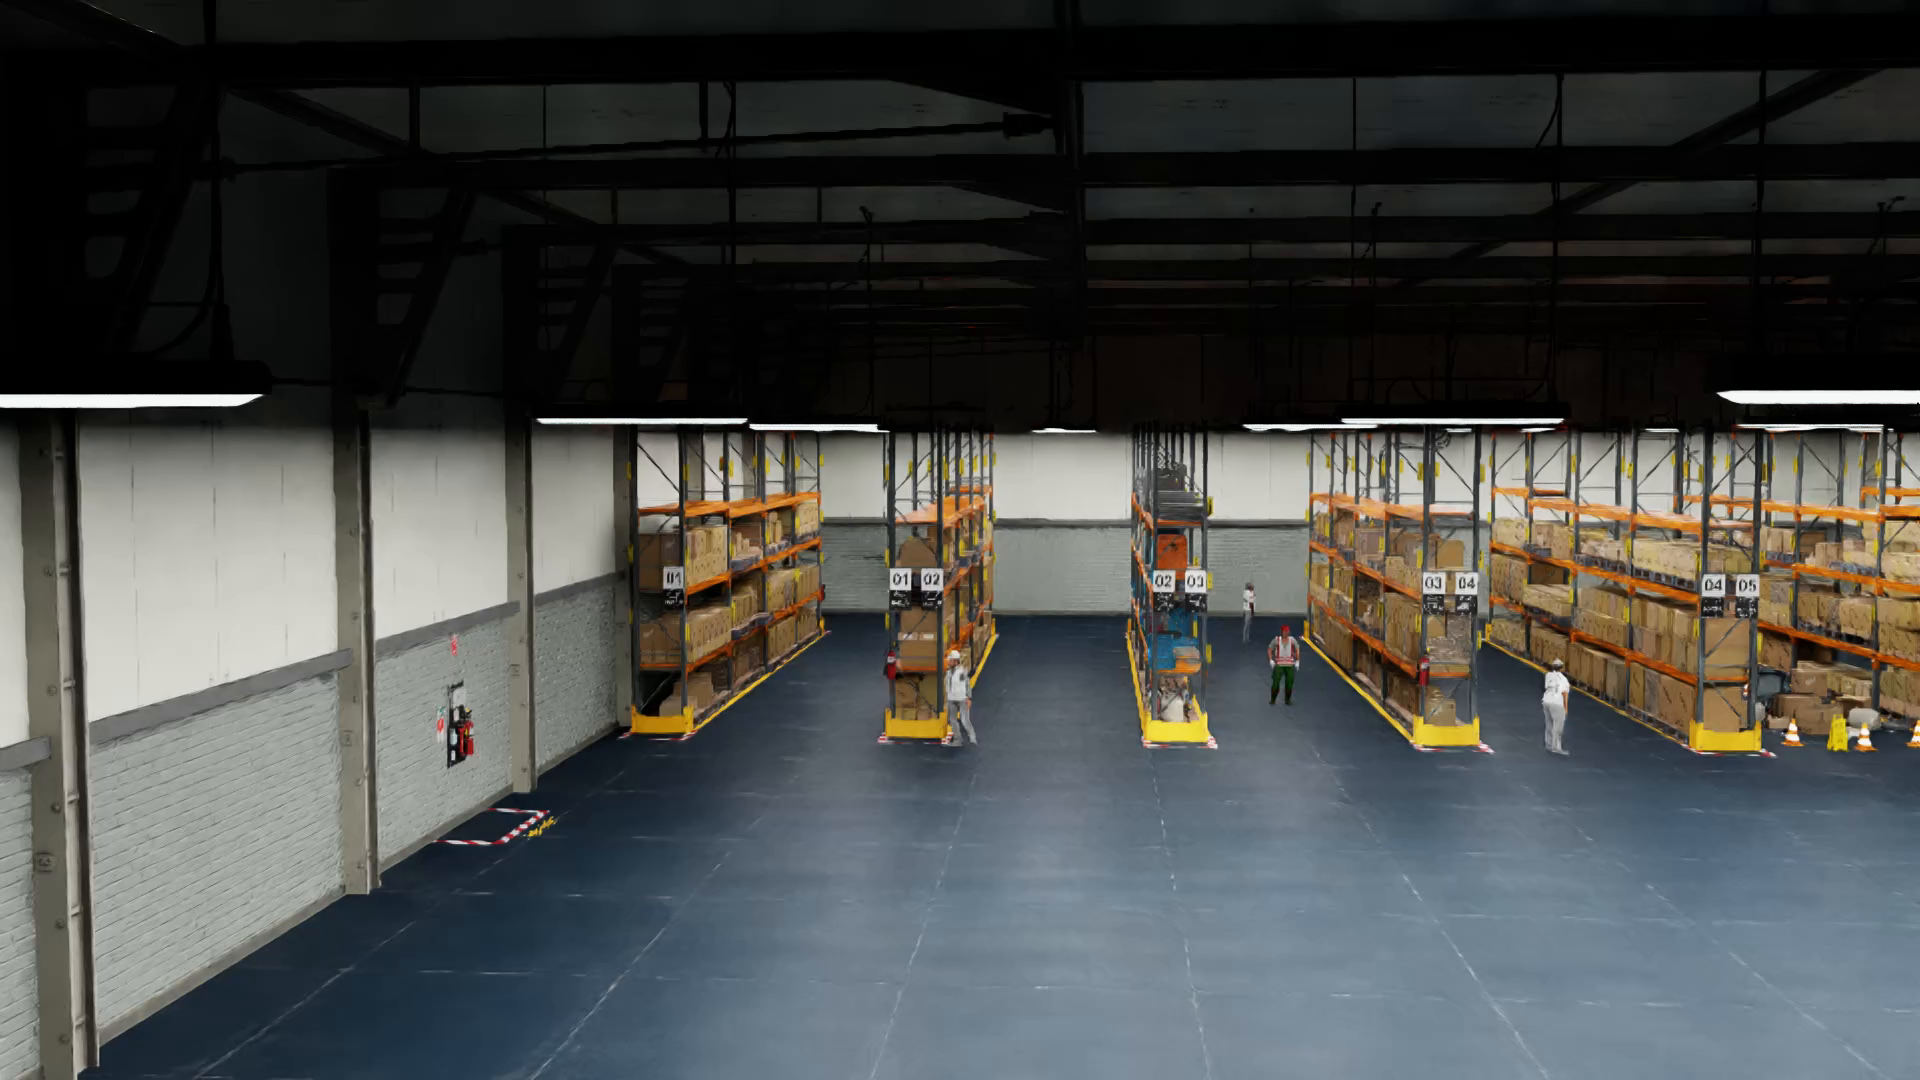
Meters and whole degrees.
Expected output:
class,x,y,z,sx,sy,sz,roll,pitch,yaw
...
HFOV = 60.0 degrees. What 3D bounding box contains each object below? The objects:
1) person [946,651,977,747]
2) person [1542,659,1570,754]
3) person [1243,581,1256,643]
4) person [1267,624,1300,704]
class,x,y,z,sx,sy,sz,roll,pitch,yaw
person,0.007,2.909,30.603,0.574,1.762,0.568,3,5,41
person,10.769,2.982,29.963,0.463,1.673,0.578,-2,4,-24
person,7.974,1.970,45.861,0.374,1.676,0.585,0,4,-7
person,6.851,2.633,35.201,0.677,1.742,0.551,0,4,4
